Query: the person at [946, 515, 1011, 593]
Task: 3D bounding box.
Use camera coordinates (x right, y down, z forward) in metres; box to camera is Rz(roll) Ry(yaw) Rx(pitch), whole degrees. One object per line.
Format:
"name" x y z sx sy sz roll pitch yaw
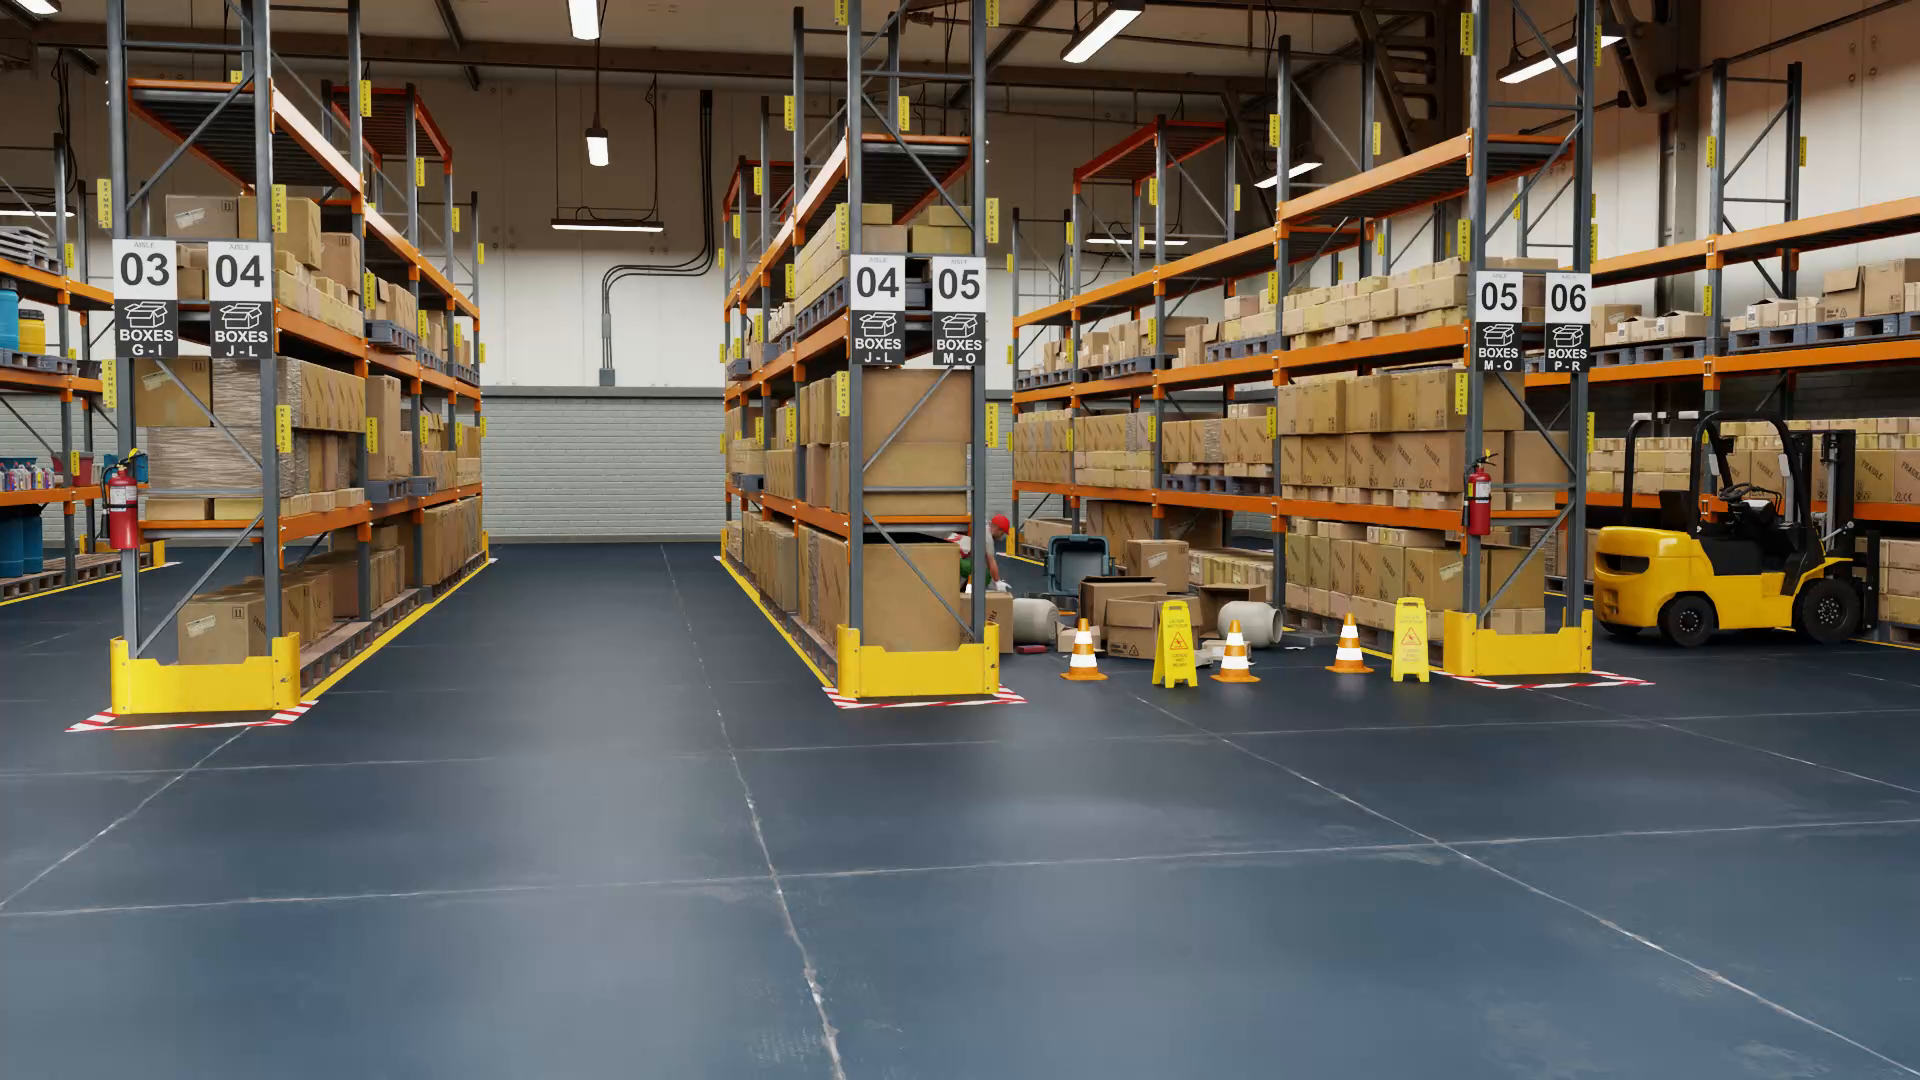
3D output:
"person" 0.134 0.272 18.336 0.865 1.091 0.575 -1 3 -12
